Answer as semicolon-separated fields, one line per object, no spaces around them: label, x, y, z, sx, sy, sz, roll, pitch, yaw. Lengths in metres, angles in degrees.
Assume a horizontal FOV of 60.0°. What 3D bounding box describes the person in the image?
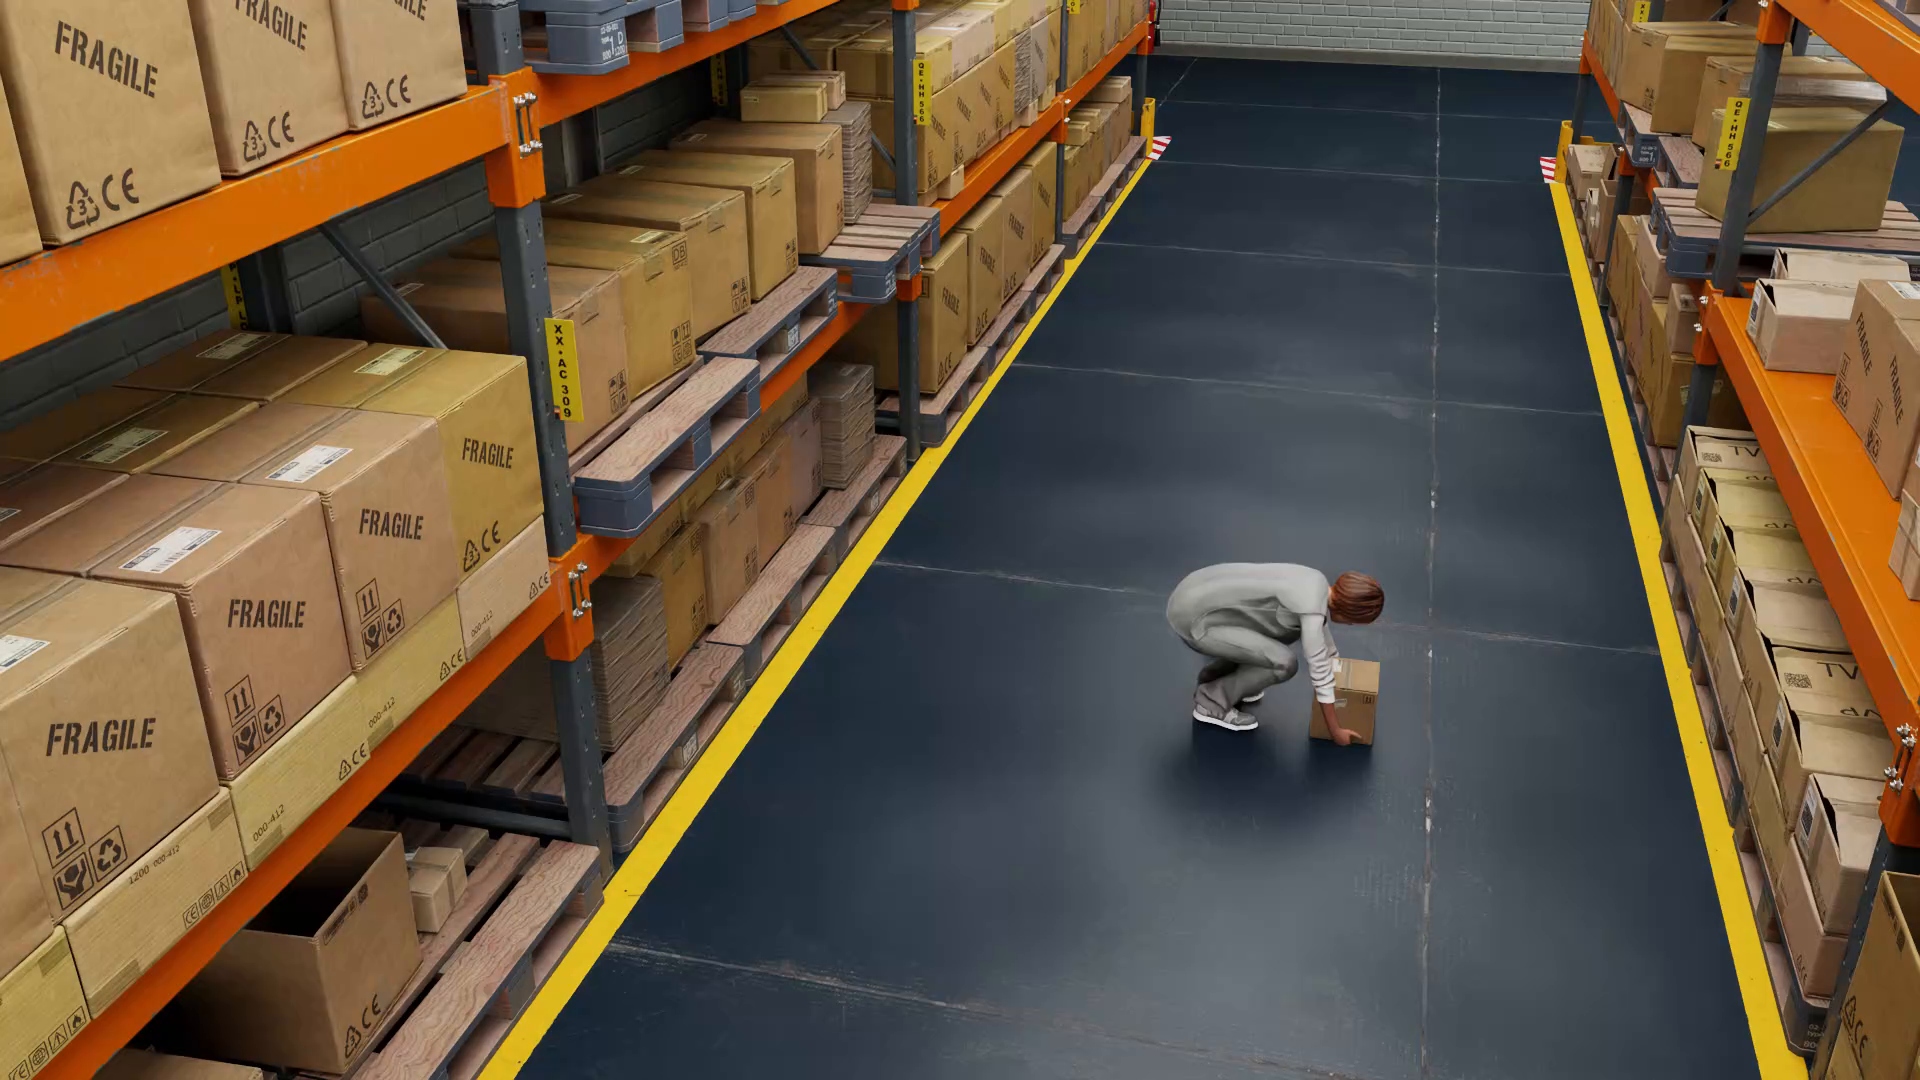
person;1.269;0.429;6.804;0.863;0.699;0.421;6;26;12
